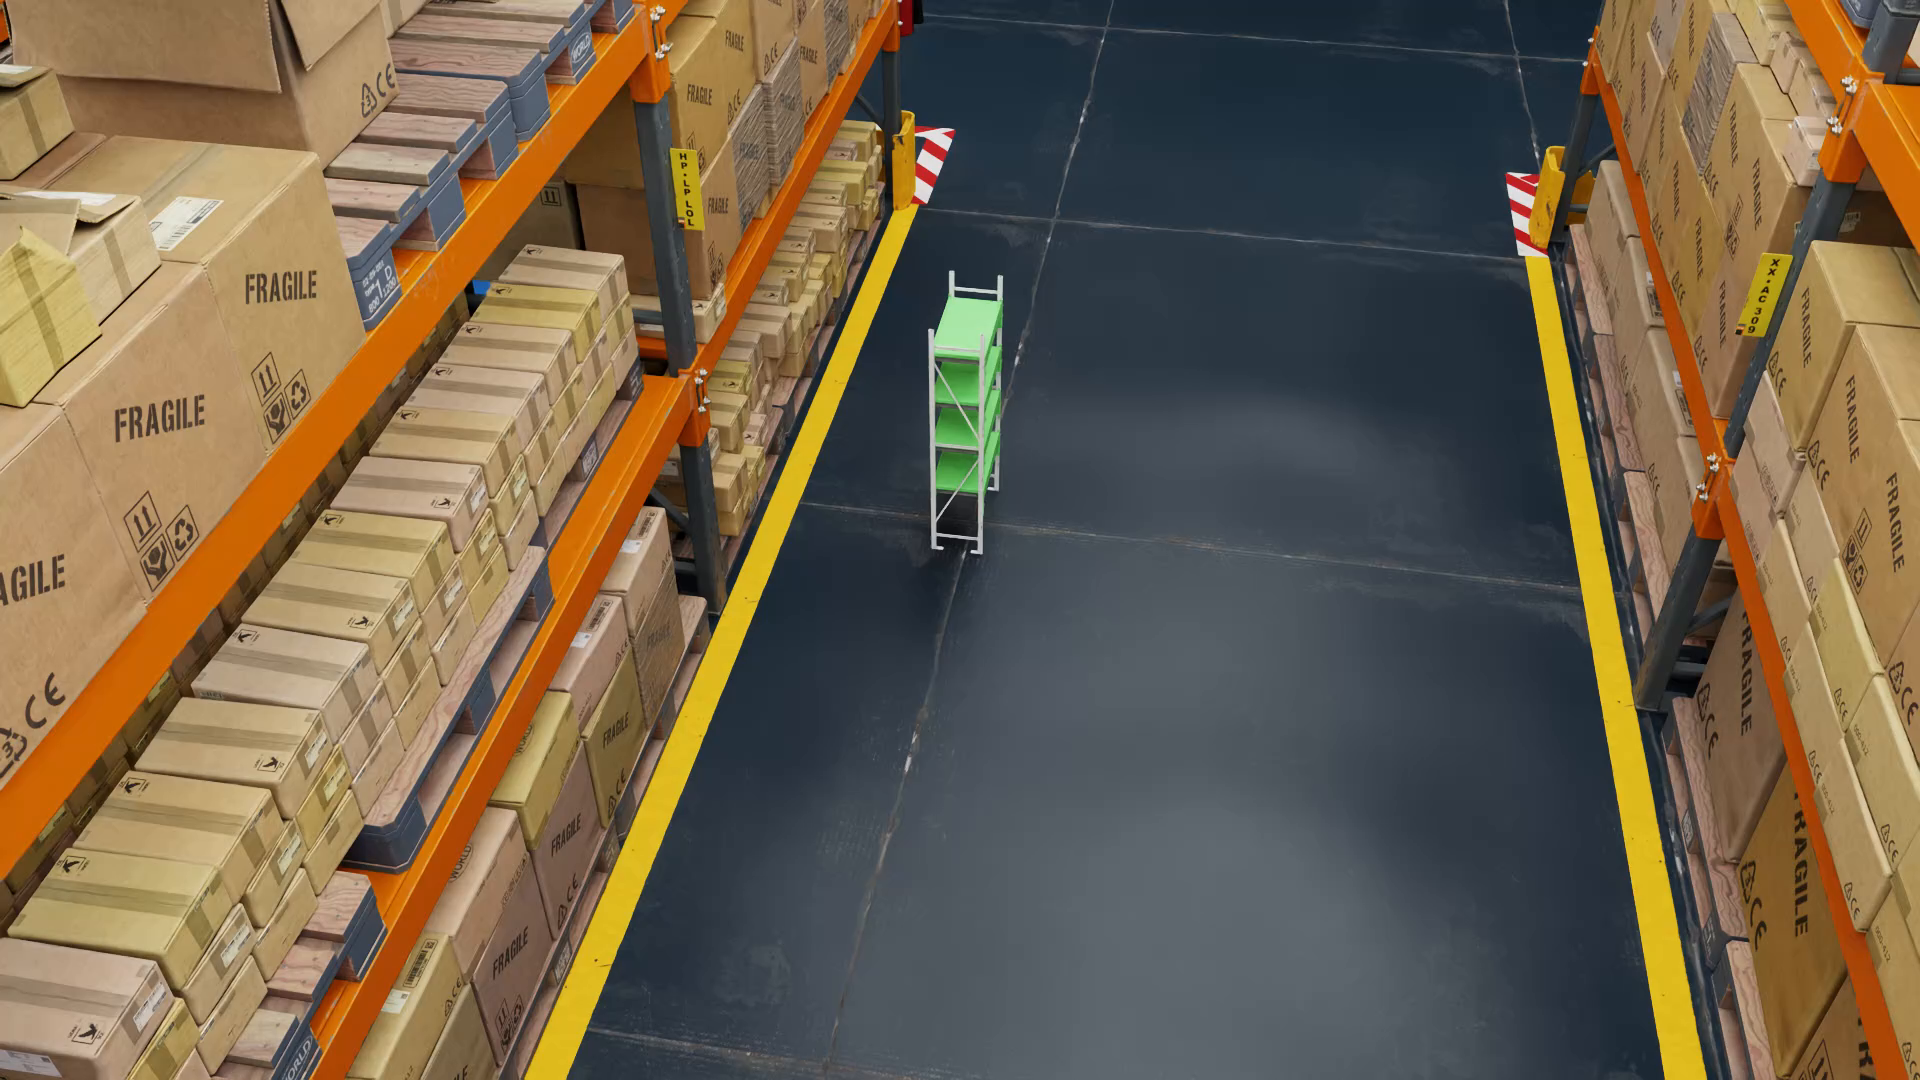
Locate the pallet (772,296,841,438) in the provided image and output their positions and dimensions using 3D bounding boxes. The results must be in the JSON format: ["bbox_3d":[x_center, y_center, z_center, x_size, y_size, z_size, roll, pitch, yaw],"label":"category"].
[{"bbox_3d":[-1.264,-1.025,8.921,1.003,0.211,1.213,6,40,8],"label":"pallet"}]

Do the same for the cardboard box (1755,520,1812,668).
[{"bbox_3d":[2.914,0.205,5.362,0.500,0.250,0.500,5,40,7],"label":"cardboard box"}]

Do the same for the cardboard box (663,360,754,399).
[{"bbox_3d":[-1.189,-0.723,7.808,0.380,0.149,0.250,6,40,7],"label":"cardboard box"}]

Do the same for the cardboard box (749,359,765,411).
[{"bbox_3d":[-1.165,-0.771,8.100,0.380,0.149,0.250,4,40,5],"label":"cardboard box"}]

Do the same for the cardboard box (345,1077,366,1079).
[{"bbox_3d":[-1.889,1.710,4.468,0.500,0.250,0.500,5,40,6],"label":"cardboard box"}]

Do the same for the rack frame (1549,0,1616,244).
[{"bbox_3d":[4.031,-2.935,9.042,1.000,3.000,0.127,6,40,8],"label":"rack frame"}]

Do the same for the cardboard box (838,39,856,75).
[{"bbox_3d":[-0.770,-2.611,8.848,0.380,0.149,0.250,7,40,9],"label":"cardboard box"}]

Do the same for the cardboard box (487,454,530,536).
[{"bbox_3d":[-1.608,-0.159,5.319,0.380,0.149,0.250,4,40,5],"label":"cardboard box"}]

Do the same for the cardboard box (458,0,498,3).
[{"bbox_3d":[-1.728,-2.037,5.195,0.700,0.500,0.500,6,40,8],"label":"cardboard box"}]

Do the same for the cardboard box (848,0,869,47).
[{"bbox_3d":[-0.781,-2.937,8.733,0.500,0.500,0.500,6,40,7],"label":"cardboard box"}]

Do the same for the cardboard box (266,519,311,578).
[{"bbox_3d":[-2.296,0.045,5.306,0.380,0.149,0.250,6,40,7],"label":"cardboard box"}]

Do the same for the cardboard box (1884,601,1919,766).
[{"bbox_3d":[2.746,0.358,4.196,0.500,0.500,0.500,6,40,7],"label":"cardboard box"}]

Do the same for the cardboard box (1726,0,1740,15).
[{"bbox_3d":[3.390,-2.278,6.876,0.380,0.149,0.250,6,40,8],"label":"cardboard box"}]

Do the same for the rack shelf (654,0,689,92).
[{"bbox_3d":[-1.208,-3.041,7.381,1.077,0.370,4.000,6,40,8],"label":"rack shelf"}]

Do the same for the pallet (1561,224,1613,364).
[{"bbox_3d":[3.969,-1.350,9.314,1.003,0.211,1.213,6,40,8],"label":"pallet"}]

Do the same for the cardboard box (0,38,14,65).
[{"bbox_3d":[-5.919,-2.389,9.720,0.875,0.875,0.875,6,40,8],"label":"cardboard box"}]

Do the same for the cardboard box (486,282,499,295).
[{"bbox_3d":[-1.735,-1.015,6.918,0.380,0.149,0.250,6,40,7],"label":"cardboard box"}]

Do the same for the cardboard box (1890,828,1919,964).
[{"bbox_3d":[2.633,0.973,4.041,0.500,0.250,0.500,5,40,7],"label":"cardboard box"}]

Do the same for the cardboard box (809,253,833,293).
[{"bbox_3d":[-0.900,-1.421,8.885,0.380,0.149,0.250,8,40,10],"label":"cardboard box"}]

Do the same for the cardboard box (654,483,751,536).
[{"bbox_3d":[-1.175,-0.163,7.598,0.380,0.149,0.250,5,40,6],"label":"cardboard box"}]

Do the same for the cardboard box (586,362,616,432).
[{"bbox_3d":[-1.472,-0.538,6.011,0.380,0.149,0.250,7,40,8],"label":"cardboard box"}]

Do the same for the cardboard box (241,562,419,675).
[{"bbox_3d":[-1.750,0.216,4.633,0.380,0.149,0.250,8,40,9],"label":"cardboard box"}]

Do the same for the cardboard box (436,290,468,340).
[{"bbox_3d":[-2.076,-0.890,6.203,0.380,0.149,0.250,7,40,8],"label":"cardboard box"}]

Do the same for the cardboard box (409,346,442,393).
[{"bbox_3d":[-2.118,-0.601,6.087,0.380,0.149,0.250,7,40,8],"label":"cardboard box"}]

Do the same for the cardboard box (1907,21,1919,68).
[{"bbox_3d":[2.907,-1.415,4.626,0.396,0.266,0.258,6,40,7],"label":"cardboard box"}]

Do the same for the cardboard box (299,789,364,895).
[{"bbox_3d":[-1.832,0.773,4.426,0.380,0.149,0.250,8,40,10],"label":"cardboard box"}]

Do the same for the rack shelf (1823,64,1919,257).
[{"bbox_3d":[2.992,-0.048,3.761,1.077,0.370,4.000,6,40,8],"label":"rack shelf"}]

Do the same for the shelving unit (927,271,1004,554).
[{"bbox_3d":[0.029,-0.566,7.590,0.258,1.200,0.503,6,40,8],"label":"shelving unit"}]

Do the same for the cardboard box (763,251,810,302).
[{"bbox_3d":[-0.995,-1.370,8.591,0.380,0.149,0.250,7,40,8],"label":"cardboard box"}]

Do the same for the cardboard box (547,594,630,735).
[{"bbox_3d":[-1.536,0.422,6.026,0.500,0.250,0.500,8,40,10],"label":"cardboard box"}]

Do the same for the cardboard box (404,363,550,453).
[{"bbox_3d":[-1.569,-0.432,5.416,0.380,0.149,0.250,6,40,8],"label":"cardboard box"}]

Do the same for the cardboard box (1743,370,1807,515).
[{"bbox_3d":[2.985,-0.314,5.598,0.500,0.250,0.500,5,40,6],"label":"cardboard box"}]

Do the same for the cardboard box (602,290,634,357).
[{"bbox_3d":[-1.429,-0.815,6.113,0.380,0.149,0.250,8,40,9],"label":"cardboard box"}]

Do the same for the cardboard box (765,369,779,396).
[{"bbox_3d":[-1.130,-0.829,8.403,0.380,0.149,0.250,5,40,6],"label":"cardboard box"}]

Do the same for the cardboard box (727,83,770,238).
[{"bbox_3d":[-1.142,-1.654,7.182,0.500,0.500,0.500,6,40,8],"label":"cardboard box"}]

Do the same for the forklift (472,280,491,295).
[{"bbox_3d":[-3.308,-2.465,8.528,3.031,2.935,1.130,13,41,15],"label":"forklift"}]

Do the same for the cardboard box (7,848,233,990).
[{"bbox_3d":[-1.932,0.872,3.839,0.380,0.149,0.250,5,40,6],"label":"cardboard box"}]

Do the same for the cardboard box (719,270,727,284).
[{"bbox_3d":[-1.212,-1.122,7.047,0.380,0.149,0.250,7,40,9],"label":"cardboard box"}]

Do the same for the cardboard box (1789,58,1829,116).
[{"bbox_3d":[3.284,-1.635,6.099,0.380,0.149,0.250,6,40,8],"label":"cardboard box"}]

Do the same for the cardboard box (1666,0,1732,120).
[{"bbox_3d":[3.418,-2.127,7.202,0.500,0.500,0.500,7,40,8],"label":"cardboard box"}]

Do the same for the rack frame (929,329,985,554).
[{"bbox_3d":[-0.014,-0.413,7.405,0.240,1.200,0.015,6,40,8],"label":"rack frame"}]

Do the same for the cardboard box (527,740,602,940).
[{"bbox_3d":[-1.616,1.030,5.879,0.500,0.500,0.500,6,40,7],"label":"cardboard box"}]

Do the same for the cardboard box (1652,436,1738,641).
[{"bbox_3d":[3.553,0.019,7.151,0.875,0.438,0.875,6,40,7],"label":"cardboard box"}]

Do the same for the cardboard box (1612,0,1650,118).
[{"bbox_3d":[3.605,-2.383,8.297,0.500,0.500,0.500,6,40,7],"label":"cardboard box"}]

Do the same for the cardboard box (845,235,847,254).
[{"bbox_3d":[-0.853,-1.642,9.386,0.380,0.149,0.250,7,40,8],"label":"cardboard box"}]

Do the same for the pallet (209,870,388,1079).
[{"bbox_3d":[-2.228,1.219,4.170,1.213,0.211,1.003,6,40,8],"label":"pallet"}]

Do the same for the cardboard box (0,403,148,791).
[{"bbox_3d":[-1.886,0.080,2.964,0.500,0.500,0.500,6,40,8],"label":"cardboard box"}]

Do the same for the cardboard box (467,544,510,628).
[{"bbox_3d":[-1.650,0.117,5.219,0.380,0.149,0.250,8,40,10],"label":"cardboard box"}]

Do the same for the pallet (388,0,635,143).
[{"bbox_3d":[-1.766,-1.615,5.239,1.213,0.211,1.003,6,40,8],"label":"pallet"}]

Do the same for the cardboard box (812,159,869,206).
[{"bbox_3d":[-0.724,-2.021,9.379,0.380,0.149,0.250,6,40,7],"label":"cardboard box"}]

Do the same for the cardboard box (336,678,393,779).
[{"bbox_3d":[-1.790,0.490,4.535,0.380,0.149,0.250,6,40,8],"label":"cardboard box"}]

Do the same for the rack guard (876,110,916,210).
[{"bbox_3d":[-0.875,-2.406,10.365,1.175,0.500,0.348,6,40,8],"label":"rack guard"}]

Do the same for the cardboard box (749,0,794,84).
[{"bbox_3d":[-1.044,-2.341,7.228,0.500,0.500,0.500,7,40,8],"label":"cardboard box"}]

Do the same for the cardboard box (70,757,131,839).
[{"bbox_3d":[-2.478,0.705,4.507,0.380,0.149,0.250,6,40,7],"label":"cardboard box"}]

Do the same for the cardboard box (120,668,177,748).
[{"bbox_3d":[-2.433,0.418,4.622,0.380,0.149,0.250,6,40,7],"label":"cardboard box"}]

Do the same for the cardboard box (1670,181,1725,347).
[{"bbox_3d":[3.251,-1.106,6.752,0.500,0.500,0.500,5,40,7],"label":"cardboard box"}]

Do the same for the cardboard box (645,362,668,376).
[{"bbox_3d":[-1.586,-0.927,8.055,0.380,0.149,0.250,8,40,9],"label":"cardboard box"}]

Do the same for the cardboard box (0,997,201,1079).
[{"bbox_3d":[-1.965,1.143,3.745,0.380,0.149,0.250,8,40,10],"label":"cardboard box"}]

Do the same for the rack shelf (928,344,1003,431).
[{"bbox_3d":[0.029,-0.702,7.478,0.258,0.148,0.480,6,40,8],"label":"rack shelf"}]

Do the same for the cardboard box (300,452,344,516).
[{"bbox_3d":[-2.252,-0.232,5.408,0.380,0.149,0.250,8,40,9],"label":"cardboard box"}]
